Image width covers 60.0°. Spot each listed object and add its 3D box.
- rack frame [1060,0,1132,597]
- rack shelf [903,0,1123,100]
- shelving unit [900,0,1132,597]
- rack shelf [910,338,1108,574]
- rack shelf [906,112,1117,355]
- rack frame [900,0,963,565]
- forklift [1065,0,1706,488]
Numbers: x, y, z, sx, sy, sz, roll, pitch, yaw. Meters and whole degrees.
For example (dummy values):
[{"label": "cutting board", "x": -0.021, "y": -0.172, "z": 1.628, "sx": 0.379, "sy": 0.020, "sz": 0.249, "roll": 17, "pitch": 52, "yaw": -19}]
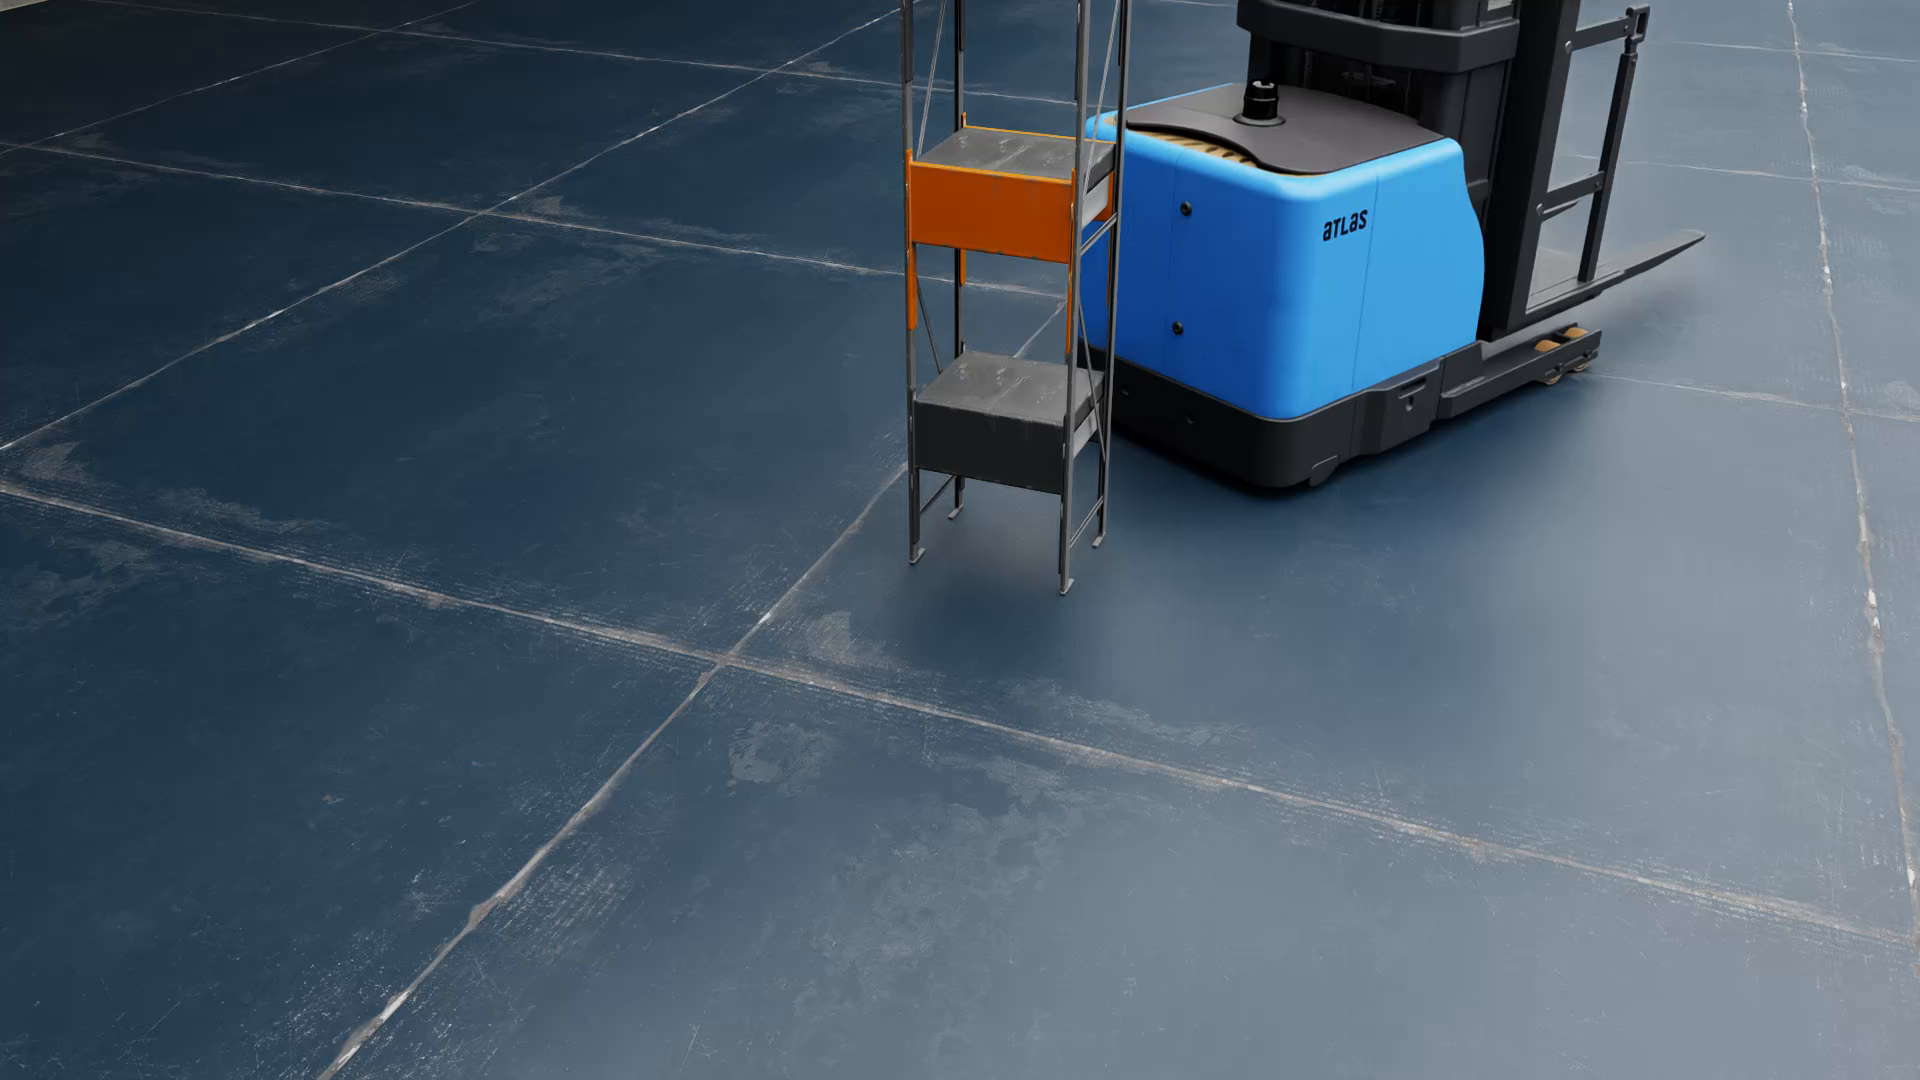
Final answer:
[{"label": "rack frame", "x": 0.379, "y": -0.838, "z": 4.599, "sx": 0.015, "sy": 2.100, "sz": 0.400, "roll": 11, "pitch": 31, "yaw": 19}, {"label": "rack shelf", "x": 0.153, "y": -1.481, "z": 4.341, "sx": 0.480, "sy": 0.518, "sz": 0.431, "roll": 11, "pitch": 31, "yaw": 19}, {"label": "shelving unit", "x": 0.153, "y": -0.883, "z": 4.679, "sx": 0.503, "sy": 2.100, "sz": 0.431, "roll": 11, "pitch": 31, "yaw": 19}, {"label": "rack shelf", "x": 0.153, "y": -0.262, "z": 5.030, "sx": 0.480, "sy": 0.518, "sz": 0.431, "roll": 11, "pitch": 31, "yaw": 19}, {"label": "rack shelf", "x": 0.153, "y": -0.872, "z": 4.686, "sx": 0.480, "sy": 0.518, "sz": 0.431, "roll": 11, "pitch": 31, "yaw": 19}, {"label": "rack frame", "x": -0.073, "y": -0.929, "z": 4.759, "sx": 0.015, "sy": 2.100, "sz": 0.400, "roll": 11, "pitch": 31, "yaw": 19}, {"label": "forklift", "x": 1.828, "y": -2.039, "z": 5.879, "sx": 3.031, "sy": 2.935, "sz": 1.130, "roll": -23, "pitch": 37, "yaw": -34}]
